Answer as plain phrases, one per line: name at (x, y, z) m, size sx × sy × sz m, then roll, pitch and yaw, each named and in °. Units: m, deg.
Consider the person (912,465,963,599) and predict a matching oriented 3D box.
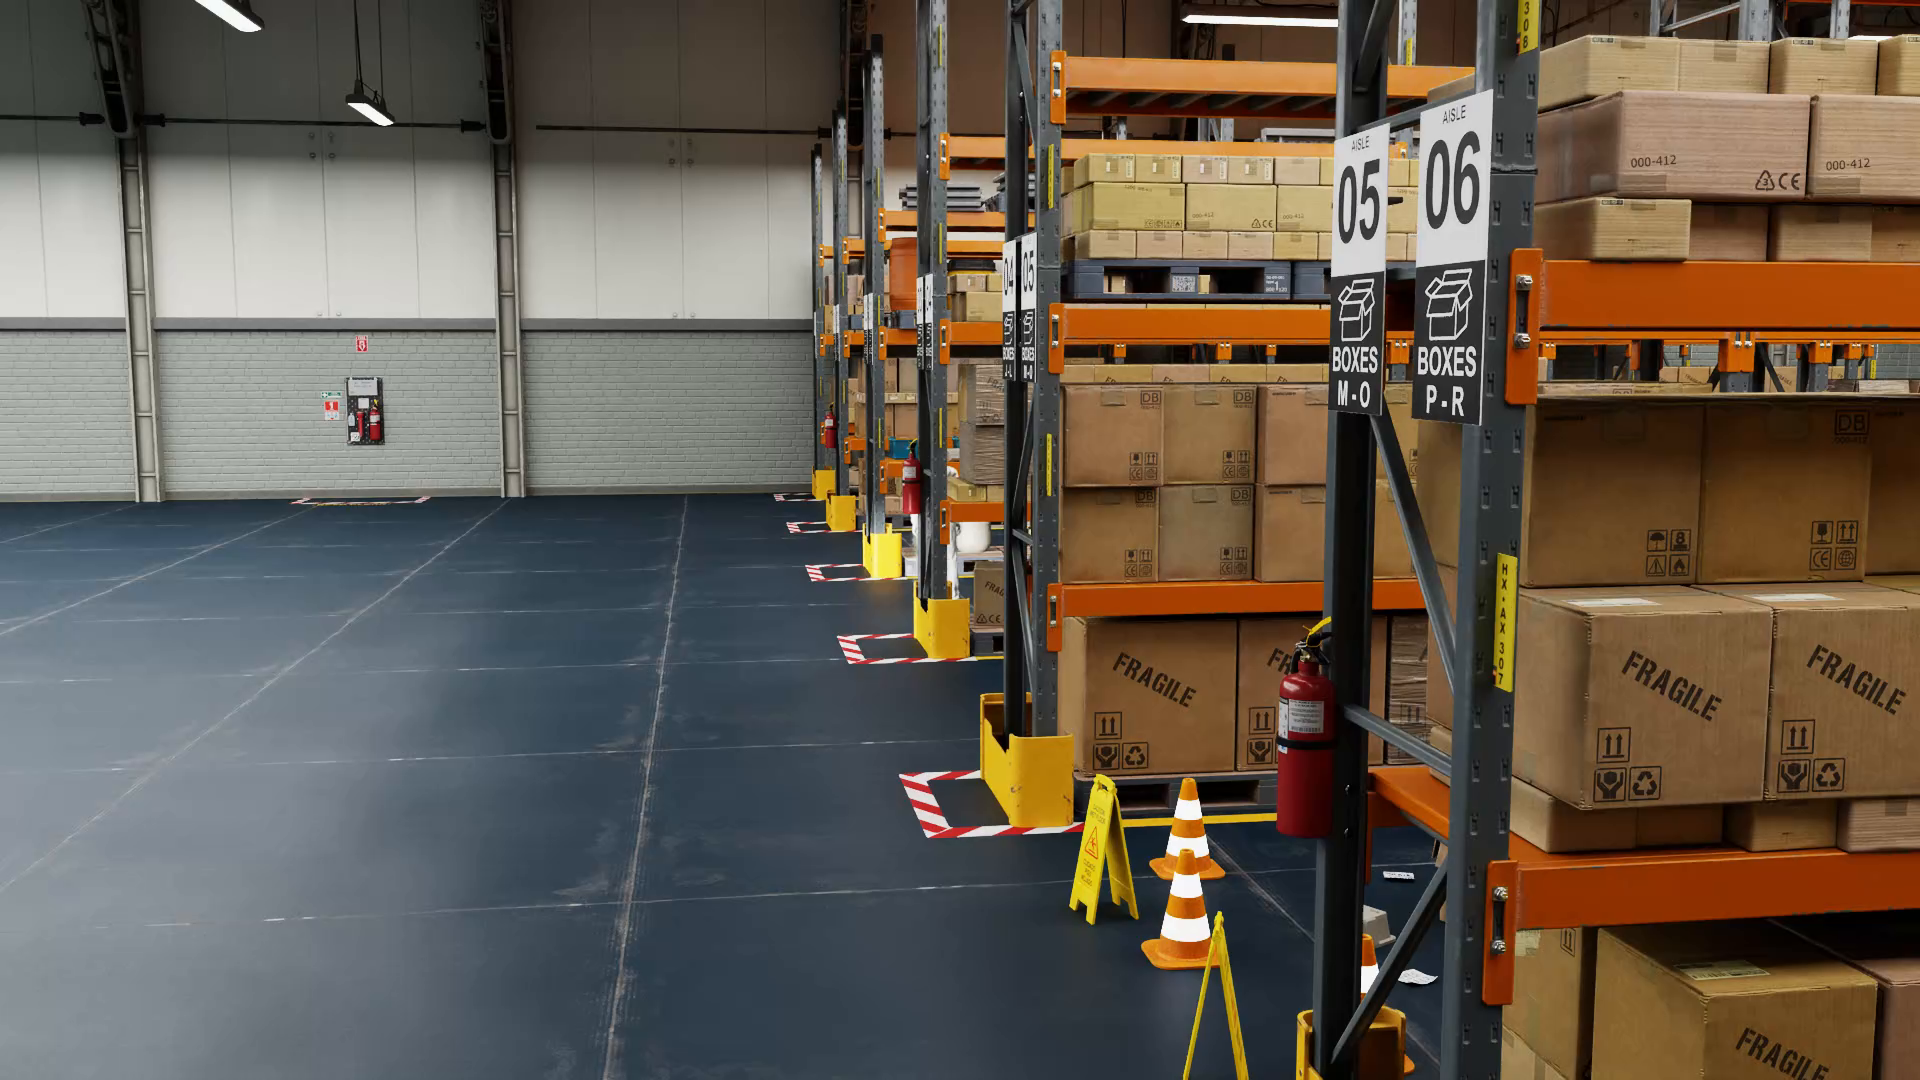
person at (-0.225, -0.165, 16.747) m, size 0.529 × 1.664 × 0.402 m, roll -1°, pitch 7°, yaw -8°
